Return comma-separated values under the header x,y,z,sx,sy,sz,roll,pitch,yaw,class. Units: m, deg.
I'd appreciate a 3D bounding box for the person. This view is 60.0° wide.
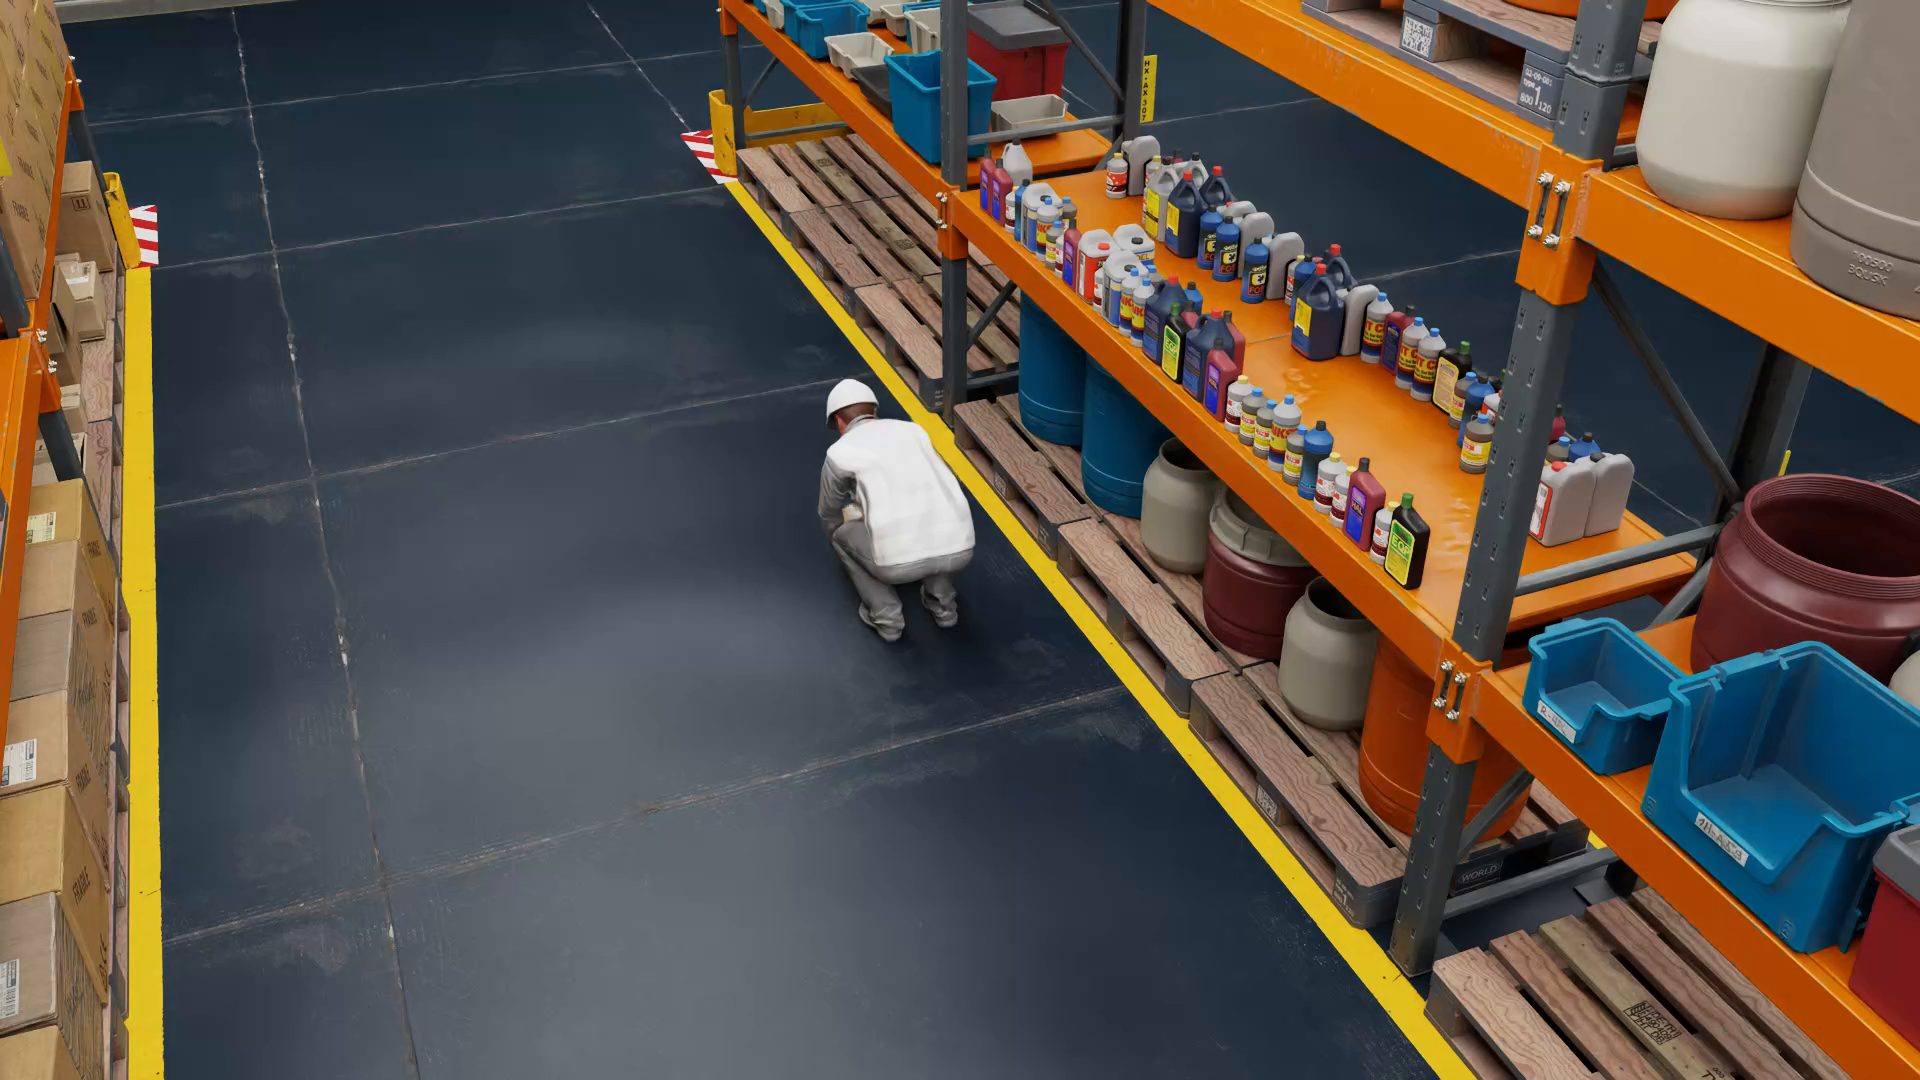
x,y,z,sx,sy,sz,roll,pitch,yaw,class
-0.292,-0.120,7.074,0.538,0.930,0.913,-13,35,-19,person
